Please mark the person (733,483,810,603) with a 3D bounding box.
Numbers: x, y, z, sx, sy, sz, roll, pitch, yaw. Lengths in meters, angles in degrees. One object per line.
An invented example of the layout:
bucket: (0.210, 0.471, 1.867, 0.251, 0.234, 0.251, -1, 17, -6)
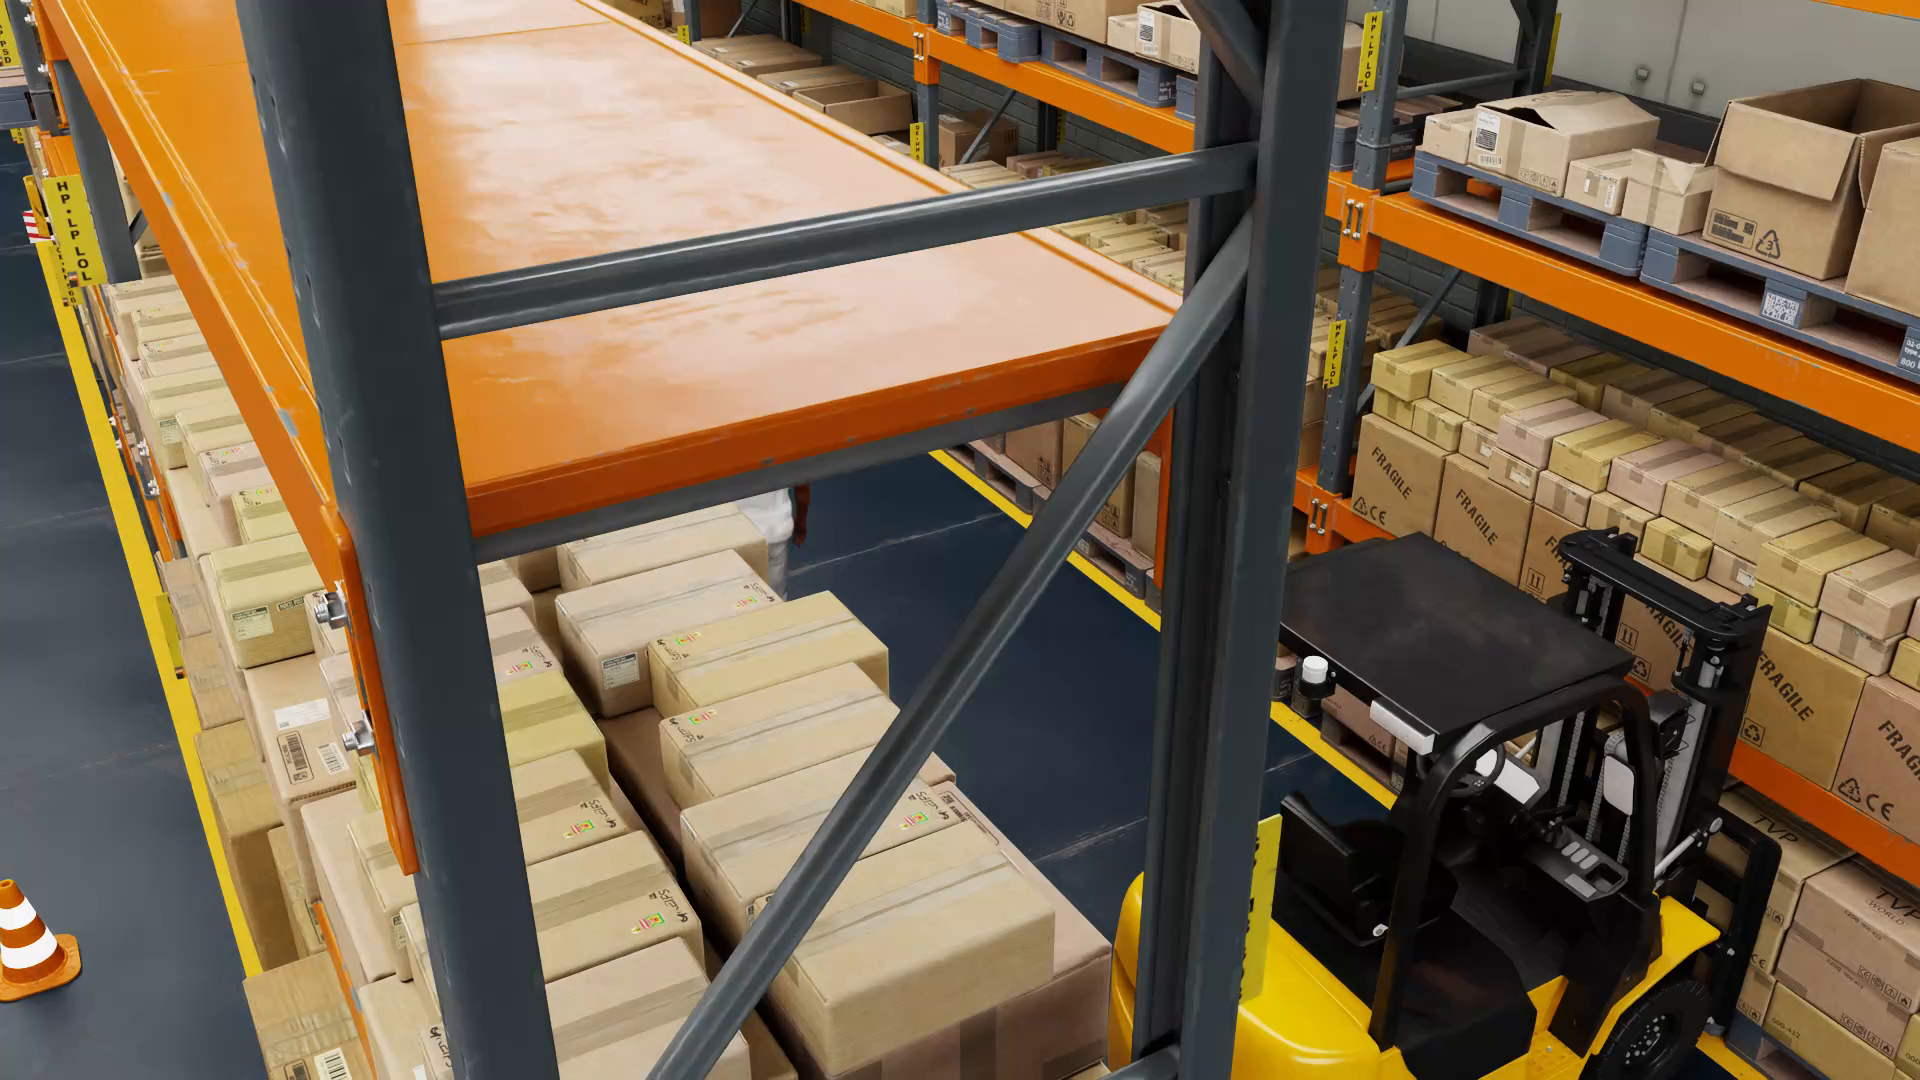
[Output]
person: (-1.073, -0.078, 8.662, 0.604, 1.699, 0.985, -5, 29, -9)
